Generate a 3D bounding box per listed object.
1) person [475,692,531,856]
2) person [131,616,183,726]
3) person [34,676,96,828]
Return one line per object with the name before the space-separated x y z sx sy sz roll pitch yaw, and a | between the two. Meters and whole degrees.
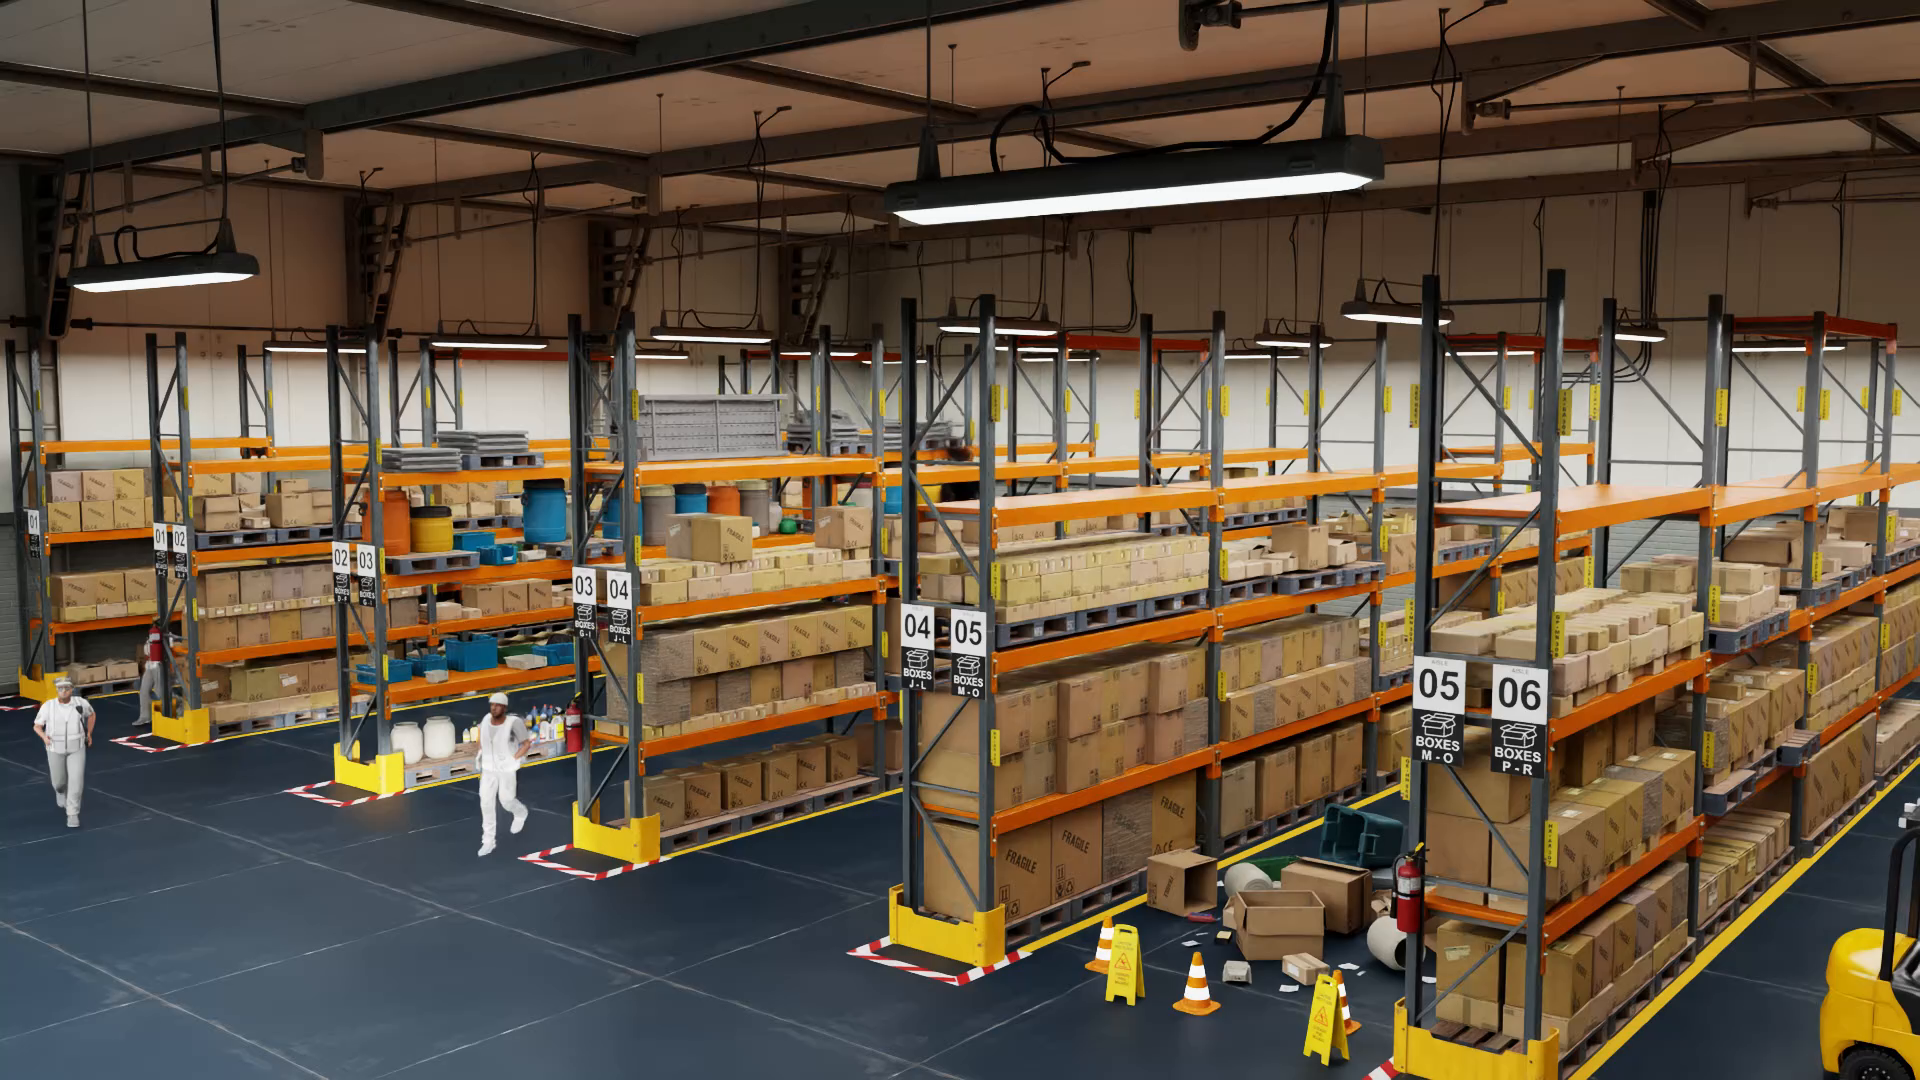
person | -5.168 2.598 18.838 0.693 1.794 0.910 1 5 13
person | -12.471 2.010 25.827 0.619 1.674 0.852 4 6 35
person | -10.721 2.499 19.957 0.667 1.776 0.912 -3 6 -29
